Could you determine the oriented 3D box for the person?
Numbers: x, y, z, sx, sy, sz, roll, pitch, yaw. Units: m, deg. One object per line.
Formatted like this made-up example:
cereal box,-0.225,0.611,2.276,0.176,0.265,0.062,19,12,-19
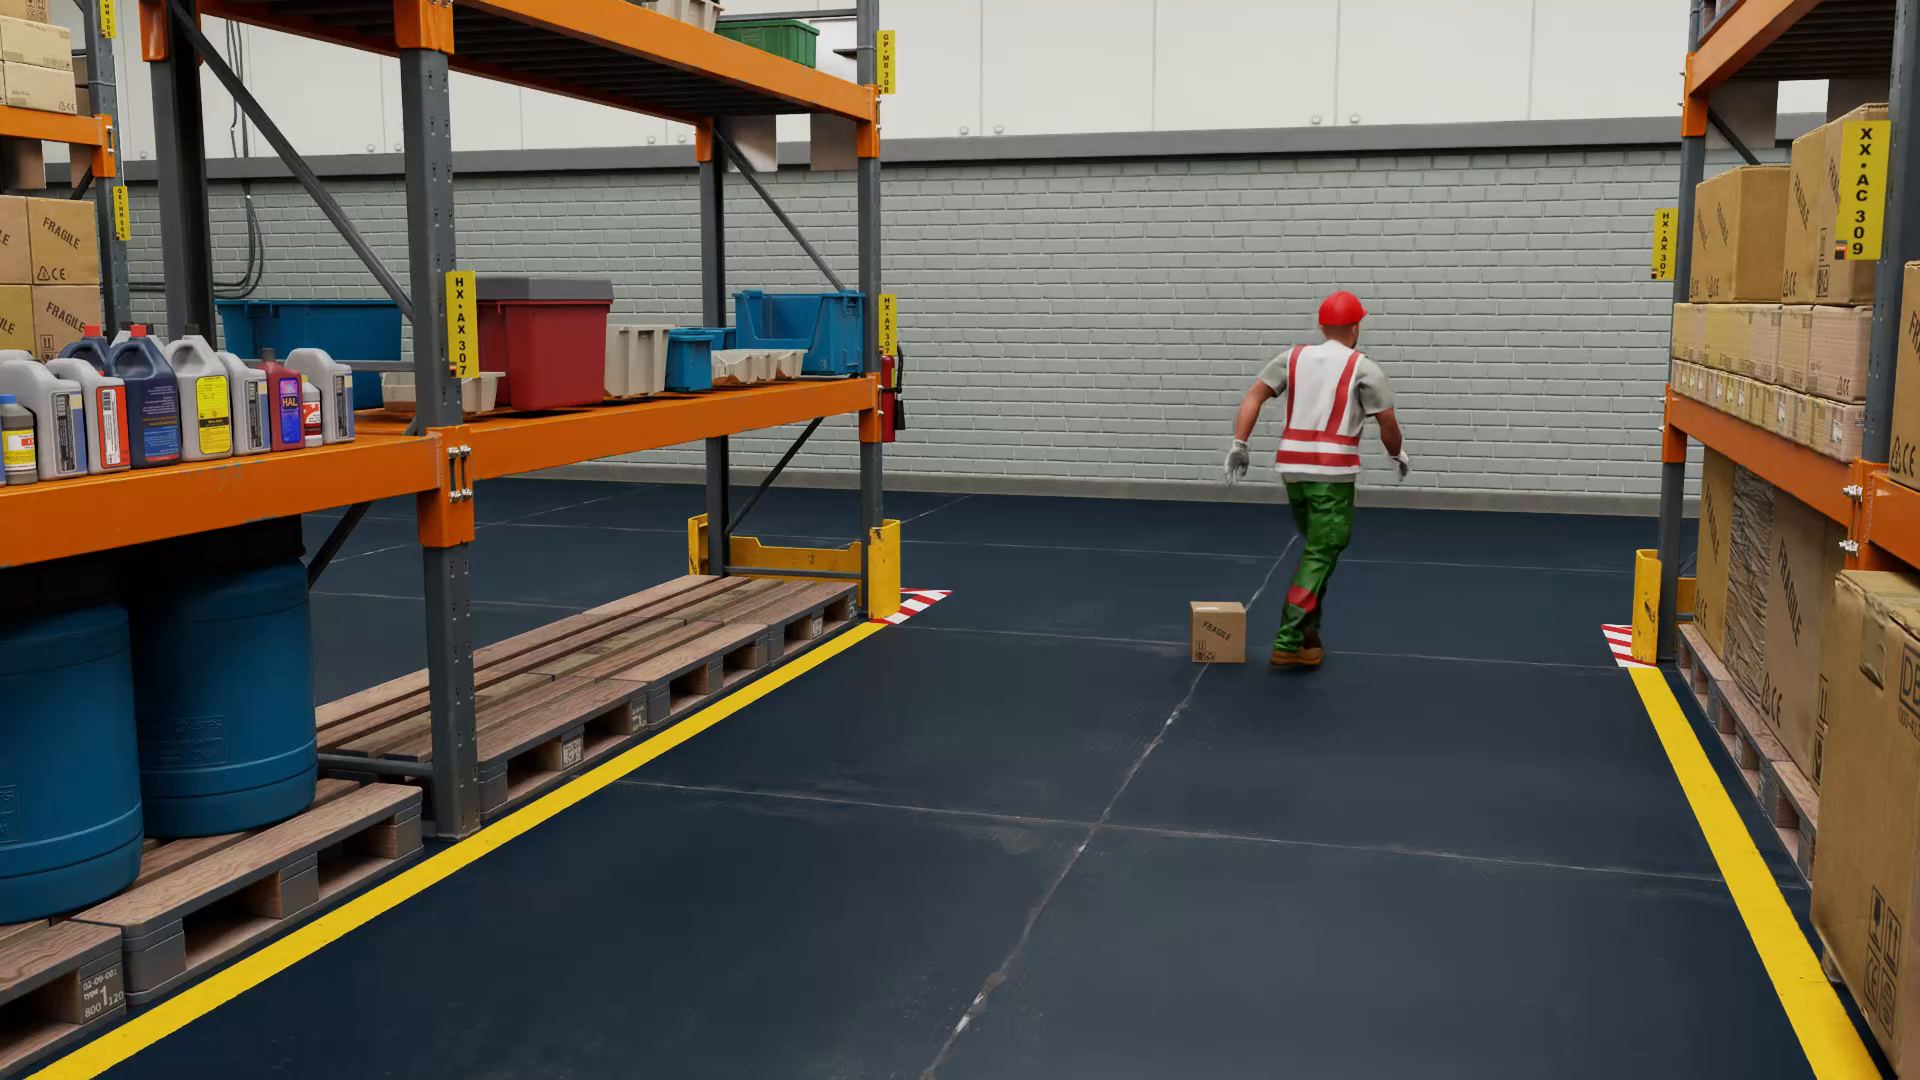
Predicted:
person,1.718,-0.275,7.897,0.800,1.797,0.713,-8,11,-42
